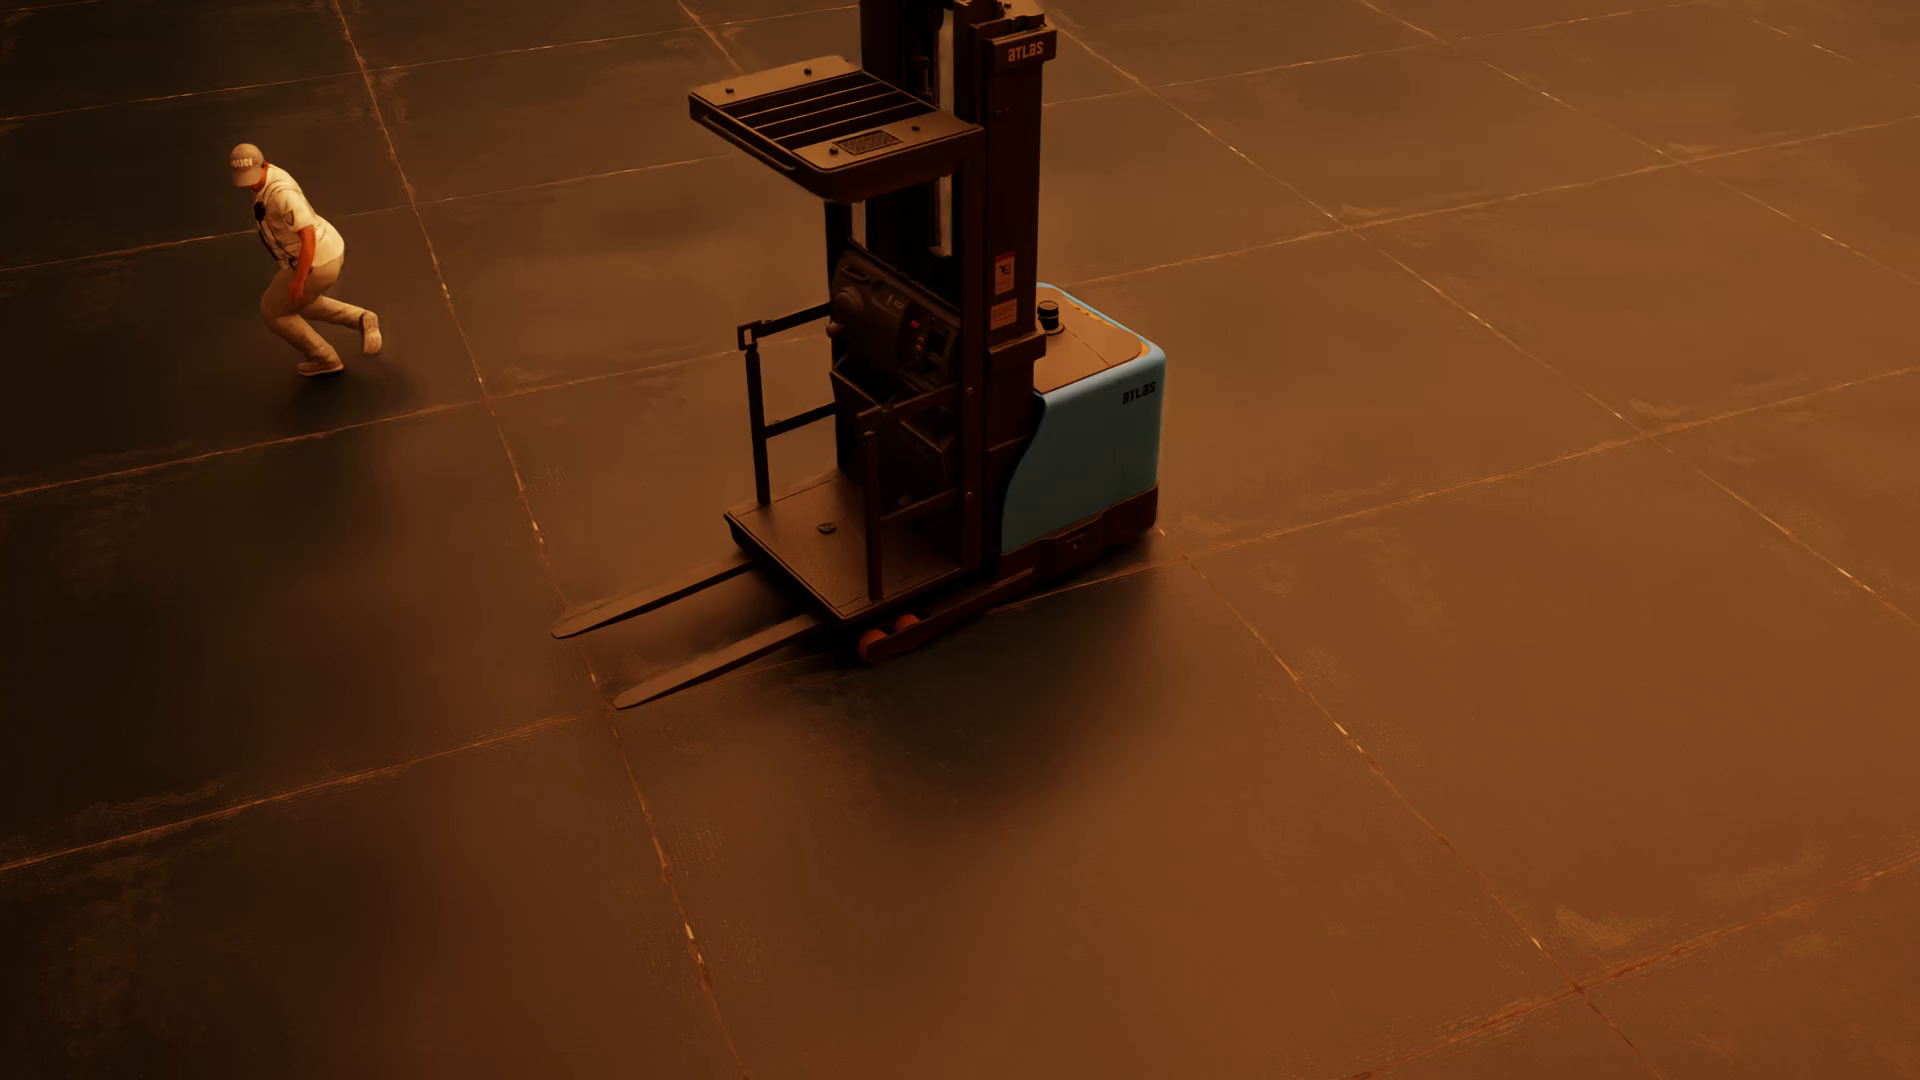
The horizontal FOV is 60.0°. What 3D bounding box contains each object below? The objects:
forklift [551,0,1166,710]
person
[{"bbox_3d":[-0.469,-0.955,7.442,3.031,2.935,1.130,-23,42,-29],"label":"forklift"},{"bbox_3d":[-3.831,-1.664,9.735,0.621,1.456,0.757,-8,36,-11],"label":"person"}]
